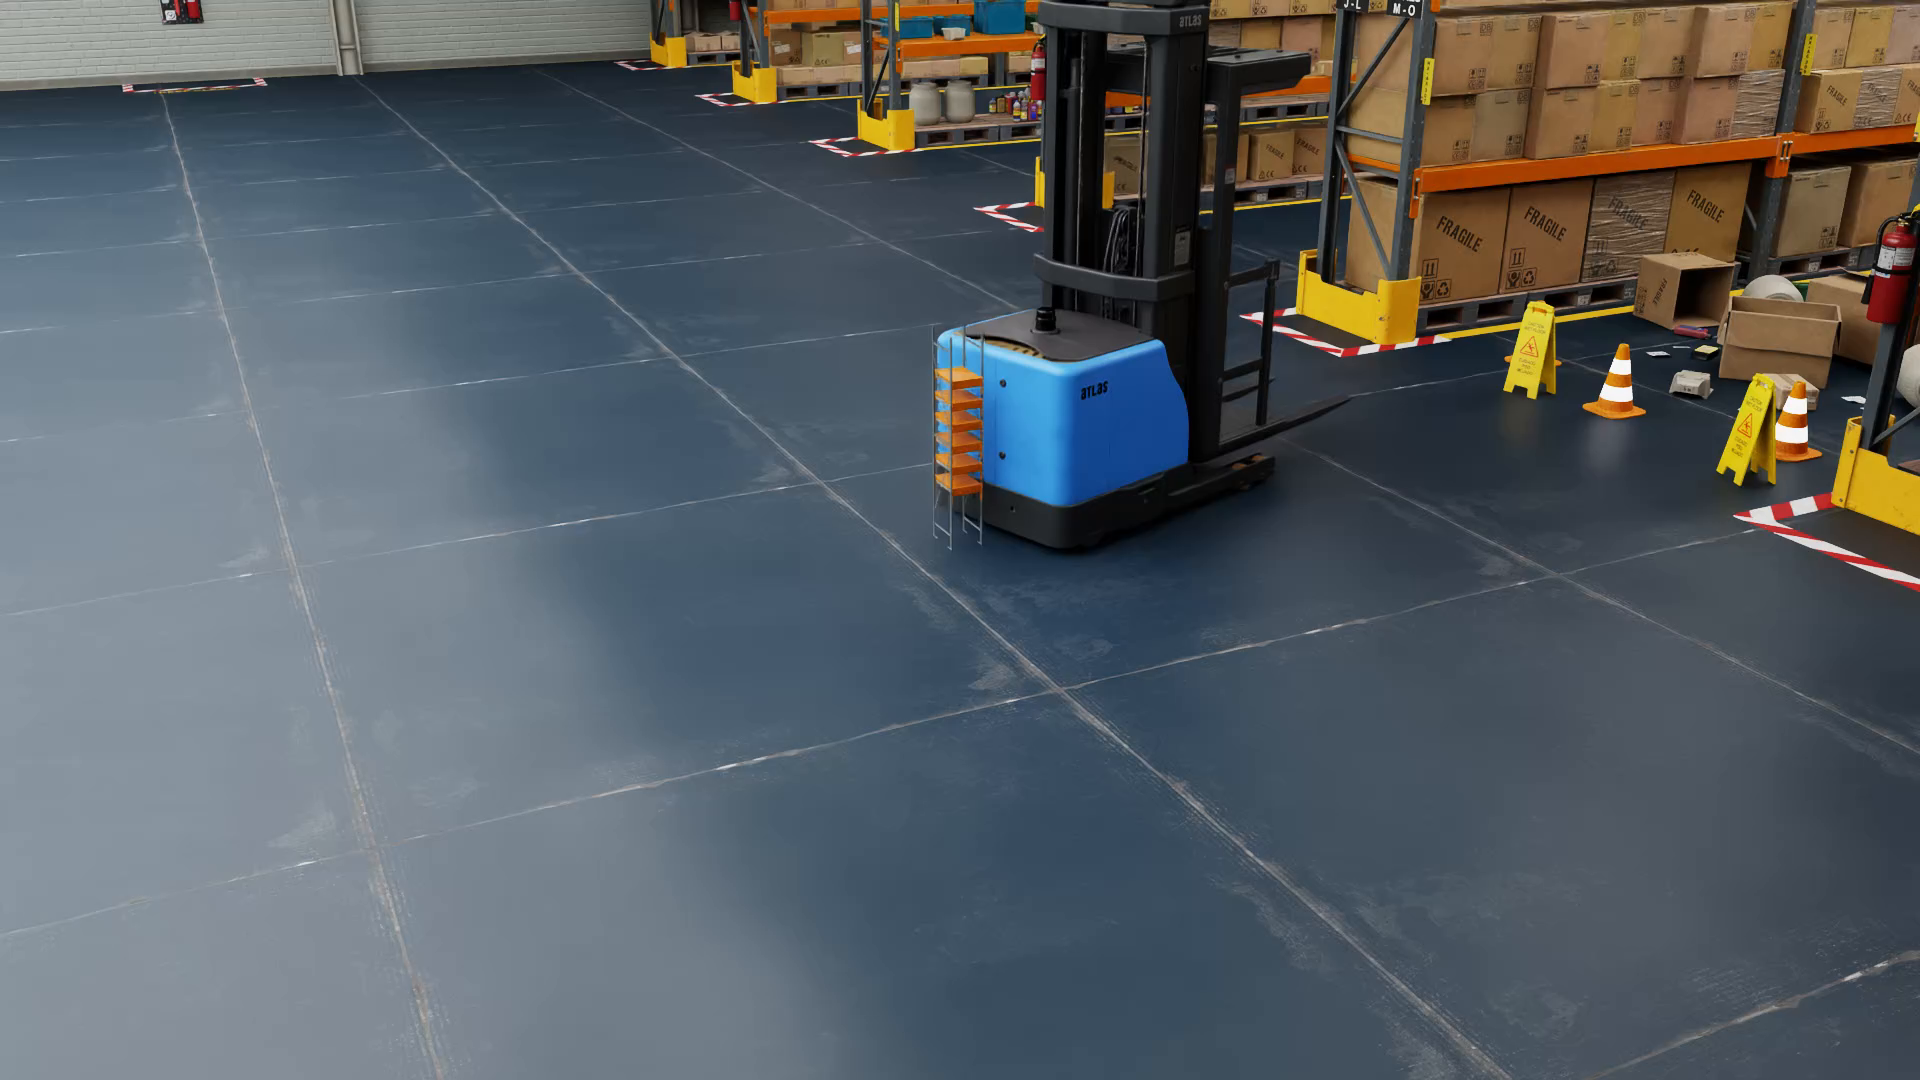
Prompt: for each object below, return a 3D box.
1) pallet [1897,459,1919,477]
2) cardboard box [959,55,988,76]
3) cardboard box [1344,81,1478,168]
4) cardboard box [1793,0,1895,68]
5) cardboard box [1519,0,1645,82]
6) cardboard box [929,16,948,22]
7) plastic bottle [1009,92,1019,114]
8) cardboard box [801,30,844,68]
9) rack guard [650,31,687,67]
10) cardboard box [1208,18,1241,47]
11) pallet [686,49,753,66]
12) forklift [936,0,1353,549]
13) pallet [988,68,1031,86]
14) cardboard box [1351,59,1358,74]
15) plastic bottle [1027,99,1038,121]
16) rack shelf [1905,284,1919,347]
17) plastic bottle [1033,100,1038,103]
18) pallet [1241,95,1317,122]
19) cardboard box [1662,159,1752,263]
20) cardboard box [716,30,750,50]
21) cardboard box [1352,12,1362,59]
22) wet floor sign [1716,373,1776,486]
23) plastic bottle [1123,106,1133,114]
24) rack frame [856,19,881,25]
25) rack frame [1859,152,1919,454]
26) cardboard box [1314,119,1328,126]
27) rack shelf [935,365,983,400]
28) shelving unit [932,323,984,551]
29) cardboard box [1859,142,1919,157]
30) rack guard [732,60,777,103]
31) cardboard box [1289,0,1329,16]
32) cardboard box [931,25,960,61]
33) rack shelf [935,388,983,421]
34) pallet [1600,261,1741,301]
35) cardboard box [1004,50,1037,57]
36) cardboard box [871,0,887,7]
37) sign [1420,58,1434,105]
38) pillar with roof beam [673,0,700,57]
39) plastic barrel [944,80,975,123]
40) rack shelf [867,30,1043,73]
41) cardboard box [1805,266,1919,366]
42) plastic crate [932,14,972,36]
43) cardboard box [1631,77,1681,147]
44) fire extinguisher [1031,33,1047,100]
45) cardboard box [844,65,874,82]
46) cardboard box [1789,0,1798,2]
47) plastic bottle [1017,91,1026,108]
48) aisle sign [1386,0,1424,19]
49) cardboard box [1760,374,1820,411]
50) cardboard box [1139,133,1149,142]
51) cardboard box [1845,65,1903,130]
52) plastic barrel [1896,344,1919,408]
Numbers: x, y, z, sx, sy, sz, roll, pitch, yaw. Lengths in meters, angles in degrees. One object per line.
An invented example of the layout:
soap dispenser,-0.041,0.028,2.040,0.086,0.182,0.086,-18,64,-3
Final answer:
pallet,6.245,-0.275,9.616,1.213,0.211,1.003,-10,25,-24
cardboard box,0.119,-7.693,26.936,0.500,0.250,0.500,-10,25,-24
cardboard box,3.506,-3.264,12.994,0.550,0.550,0.875,-10,25,-24
cardboard box,7.703,-4.460,14.641,0.500,0.500,0.700,-11,25,-24
cardboard box,4.983,-4.036,13.447,0.500,0.550,0.875,-10,25,-24
cardboard box,-0.610,-9.908,31.932,0.500,0.500,0.700,-11,25,-25
plastic bottle,0.734,-5.950,22.656,0.133,0.283,0.061,-10,25,-24
cardboard box,-2.132,-7.624,25.789,0.500,0.500,0.500,-10,25,-24
rack guard,-5.245,-8.823,29.886,0.348,0.500,1.175,-10,25,-24
cardboard box,2.506,-5.302,17.592,0.500,0.500,0.875,-10,25,-24
pallet,-4.498,-8.812,30.238,1.213,0.211,1.003,-10,25,-24
forklift,1.265,-1.773,9.679,3.031,2.935,1.130,-21,30,-40
pallet,1.089,-7.769,27.719,1.213,0.211,1.003,-10,25,-24
cardboard box,4.189,-5.195,18.184,0.250,0.149,0.380,-10,25,-24
plastic bottle,0.964,-5.724,22.108,0.133,0.283,0.061,-10,25,-23
rack shelf,7.231,-1.428,9.695,4.000,0.370,1.077,-10,25,-24
plastic bottle,1.051,-5.967,22.802,0.097,0.201,0.097,0,22,0
pallet,4.379,-6.273,24.106,1.213,0.211,1.003,-10,25,-24
cardboard box,6.198,-2.913,14.572,0.875,0.875,0.875,-10,25,-23
cardboard box,-4.137,-9.104,30.239,0.500,0.311,0.500,-8,24,-19
cardboard box,4.303,-5.638,18.404,0.500,0.500,0.875,-10,25,-24
wet floor sign,4.794,-0.678,10.021,0.232,0.644,0.267,-2,23,-5
plastic bottle,2.297,-5.969,22.701,0.133,0.283,0.061,-9,24,-21
rack frame,-1.709,-10.628,30.981,0.127,3.000,1.000,-10,25,-24
rack frame,5.429,-1.429,8.756,0.127,3.000,1.000,-10,25,-24
cardboard box,4.358,-4.494,18.880,0.500,0.500,0.500,-11,25,-25
rack shelf,-0.013,-0.844,8.870,0.180,0.103,0.258,-10,25,-24
shelving unit,-0.013,-0.552,8.991,0.189,1.200,0.258,-10,25,-24
cardboard box,9.026,-3.383,15.870,0.750,0.750,1.050,-10,25,-23
rack guard,-3.183,-7.099,25.724,0.348,0.500,1.175,-10,25,-24
cardboard box,3.548,-5.817,17.531,0.500,0.500,0.500,-10,25,-24
cardboard box,-0.336,-7.961,26.602,0.500,0.500,0.500,-10,25,-24
rack shelf,-0.013,-0.733,8.916,0.180,0.103,0.258,-10,25,-24
pallet,6.076,-2.394,14.733,1.213,0.211,1.003,-10,25,-24
cardboard box,0.923,-8.087,27.155,0.500,0.311,0.500,-10,25,-23
cardboard box,-1.342,-8.635,26.035,0.500,0.500,0.700,-10,24,-22
sign,3.427,-3.362,12.191,0.005,0.325,0.100,-10,25,-24
pillar with roof beam,-3.191,-11.667,25.647,0.400,9.000,9.100,-10,25,-24
plastic barrel,-0.005,-5.814,22.054,0.421,0.512,0.421,0,22,0
rack shelf,0.785,-6.550,22.069,4.000,0.370,1.077,-10,25,-24
cardboard box,6.753,-1.660,12.400,0.503,0.637,0.797,-10,25,-24
plastic crate,-0.108,-6.774,21.863,0.408,0.251,0.499,-10,25,-24
cardboard box,5.445,-3.637,13.895,0.550,0.550,0.875,-10,25,-24
fire extinguisher,0.828,-4.948,17.359,0.183,0.674,0.296,-10,25,-24
cardboard box,-1.682,-7.361,26.134,0.500,0.250,0.500,-10,25,-24
cardboard box,10.195,-7.017,20.814,0.637,0.503,0.797,-10,24,-22
plastic bottle,0.812,-6.007,22.801,0.135,0.276,0.152,-11,25,-25
aisle sign,3.258,-4.204,12.061,0.004,0.787,0.394,-10,25,-24
cardboard box,5.733,-1.025,11.508,0.250,0.149,0.380,2,23,4
cardboard box,2.225,-4.092,17.908,0.500,0.500,0.500,-4,23,-10
cardboard box,7.841,-3.906,14.610,0.500,0.500,0.500,-10,25,-23
plastic barrel,6.634,-1.103,11.337,0.421,0.421,0.512,6,23,13
